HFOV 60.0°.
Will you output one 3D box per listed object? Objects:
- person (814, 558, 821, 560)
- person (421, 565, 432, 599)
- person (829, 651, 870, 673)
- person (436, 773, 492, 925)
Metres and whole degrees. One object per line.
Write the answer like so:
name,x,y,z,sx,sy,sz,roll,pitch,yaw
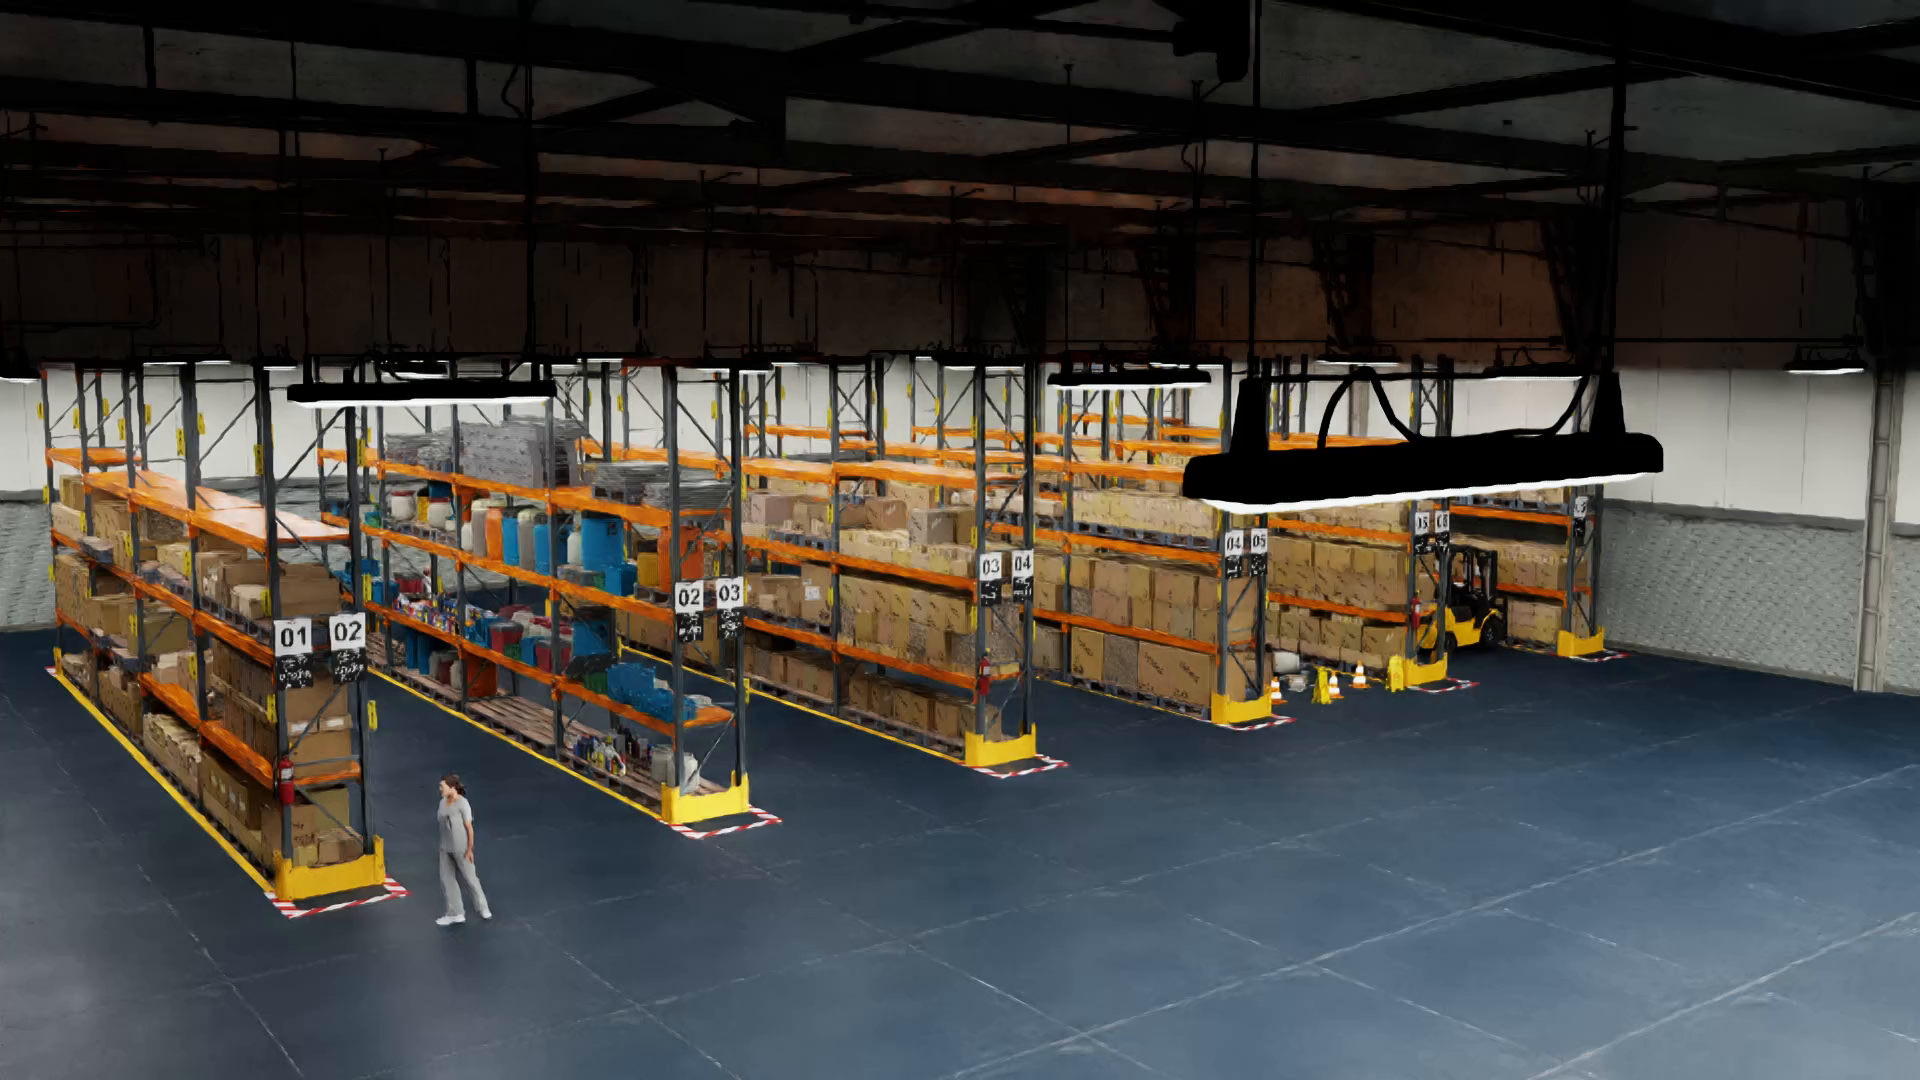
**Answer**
person,-3.098,1.188,35.846,0.666,1.710,0.538,-5,9,-37
person,-10.771,1.390,33.728,0.530,1.771,0.678,-4,8,-32
person,-2.164,1.776,31.364,1.017,1.572,0.445,7,10,44
person,-5.439,3.346,18.144,0.564,1.660,0.531,4,8,28
